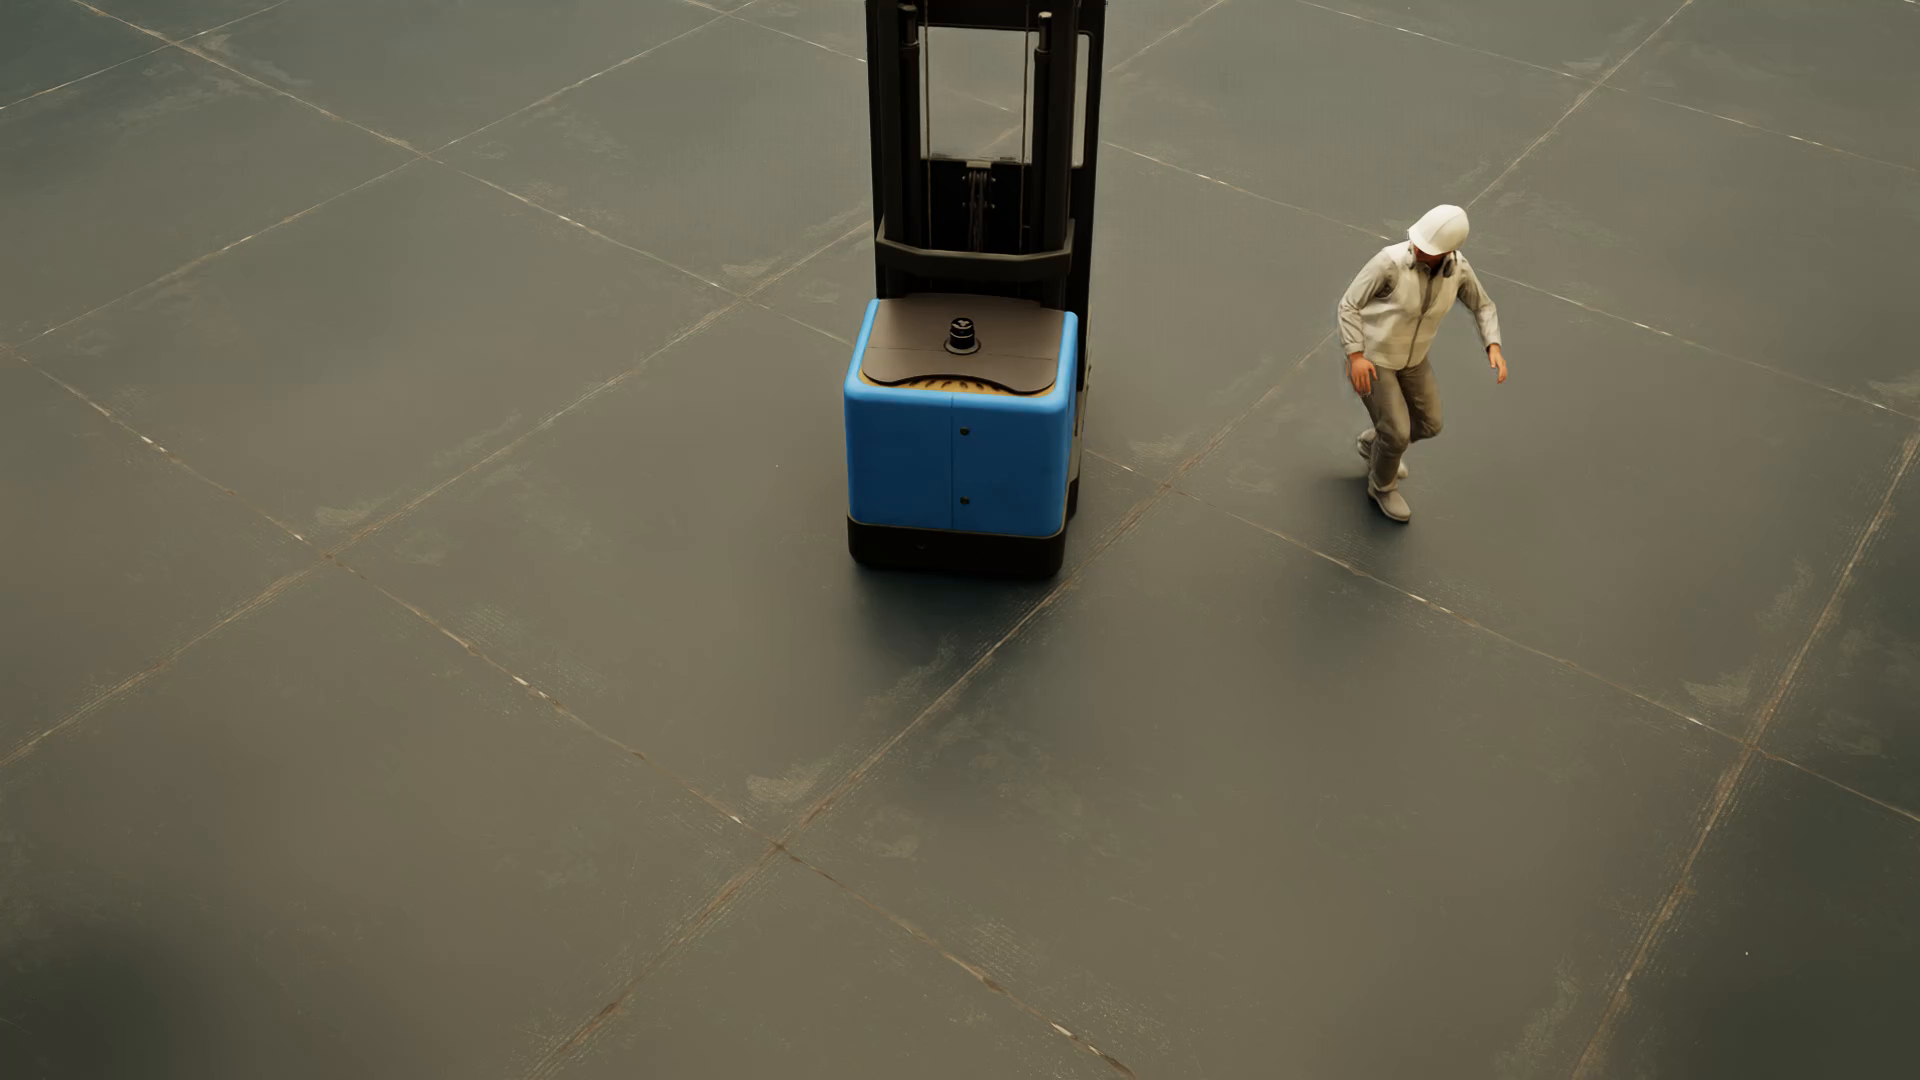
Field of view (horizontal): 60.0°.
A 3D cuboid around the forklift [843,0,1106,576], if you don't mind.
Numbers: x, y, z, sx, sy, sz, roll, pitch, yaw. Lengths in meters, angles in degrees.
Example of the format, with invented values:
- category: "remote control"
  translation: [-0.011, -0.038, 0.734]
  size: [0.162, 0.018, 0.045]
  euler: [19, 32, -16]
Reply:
- category: "forklift"
  translation: [0.146, -1.893, 8.295]
  size: [1.130, 2.935, 3.031]
  euler: [4, 41, 5]

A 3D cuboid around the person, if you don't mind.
- category: "person"
  translation: [2.202, -0.845, 8.035]
  size: [0.798, 1.669, 0.733]
  euler: [-19, 44, -21]
